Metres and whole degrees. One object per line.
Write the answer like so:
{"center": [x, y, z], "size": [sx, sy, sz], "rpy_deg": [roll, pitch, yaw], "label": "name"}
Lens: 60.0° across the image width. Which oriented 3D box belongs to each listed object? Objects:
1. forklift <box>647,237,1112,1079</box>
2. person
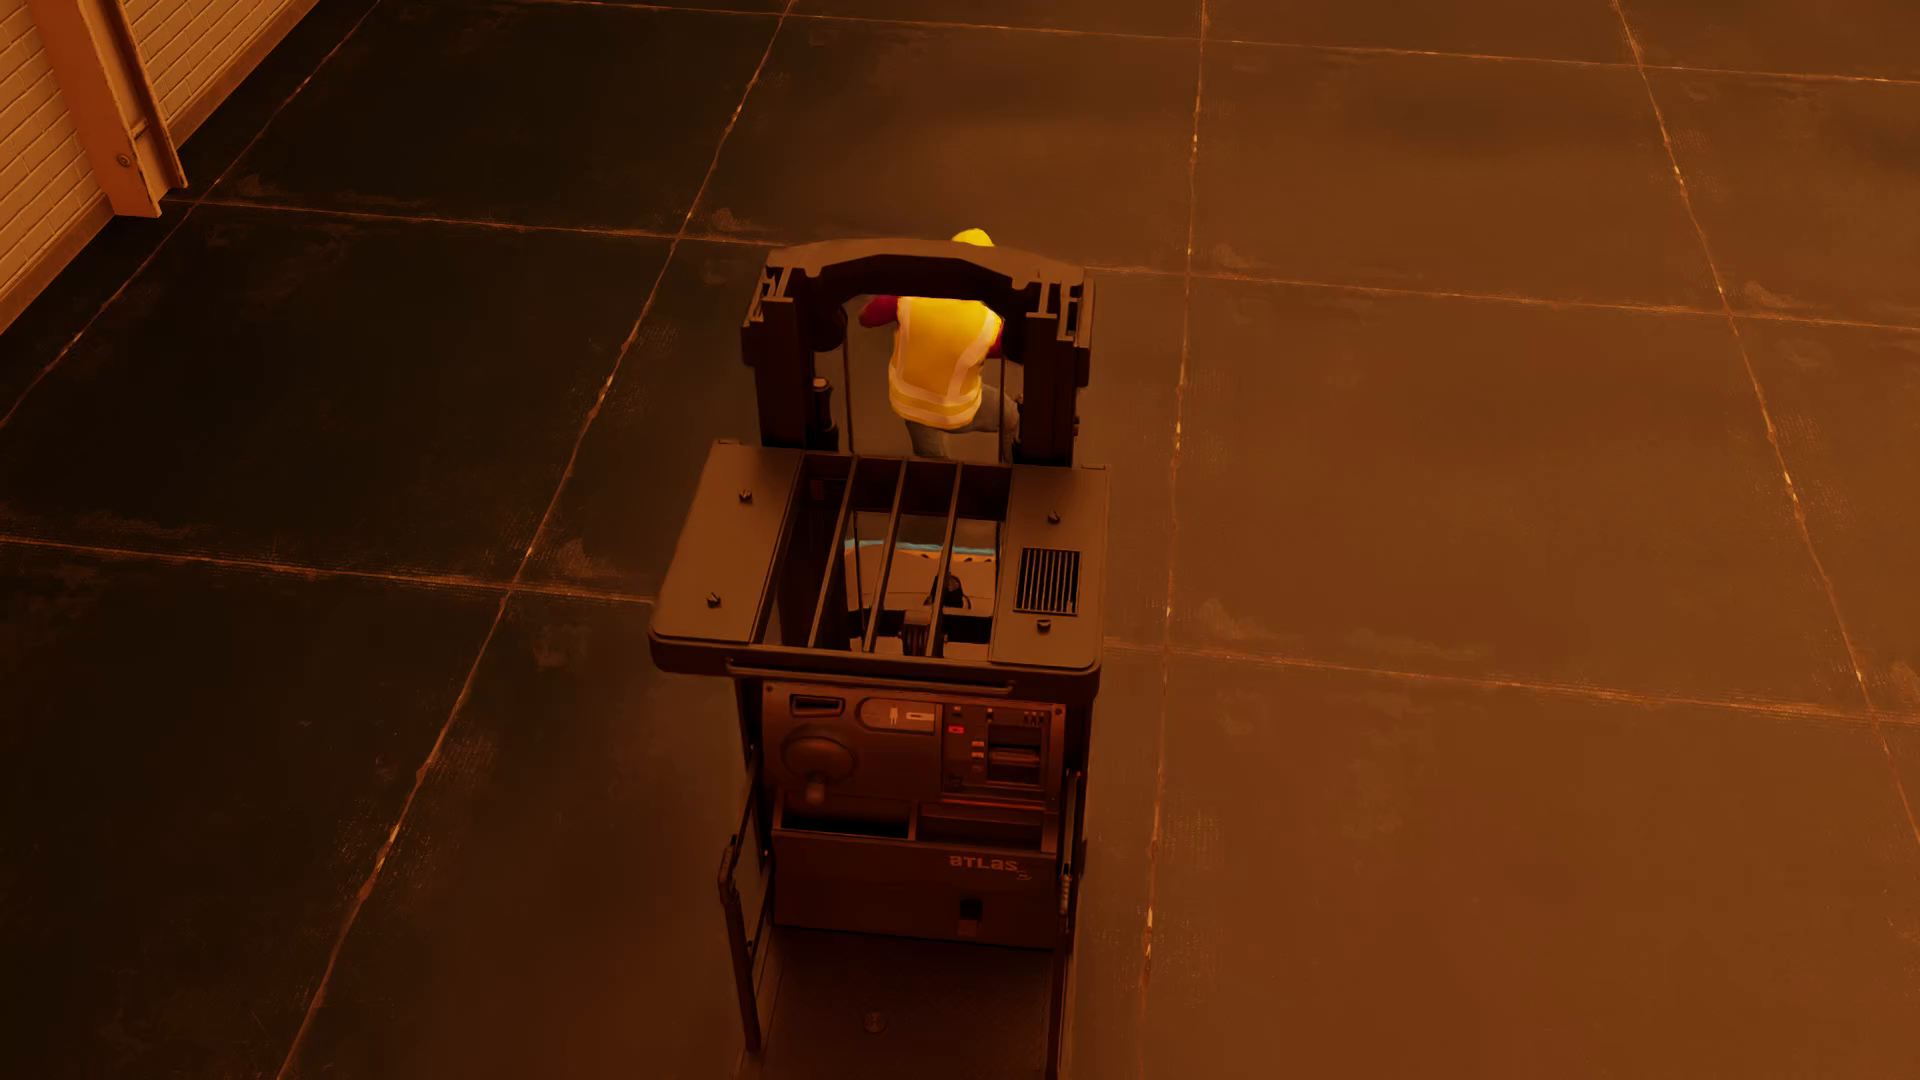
{"center": [-0.165, 0.723, 4.938], "size": [1.130, 2.935, 3.031], "rpy_deg": [4, 43, 4], "label": "forklift"}
{"center": [-0.007, -0.808, 7.605], "size": [0.933, 1.585, 0.763], "rpy_deg": [14, 44, 15], "label": "person"}
